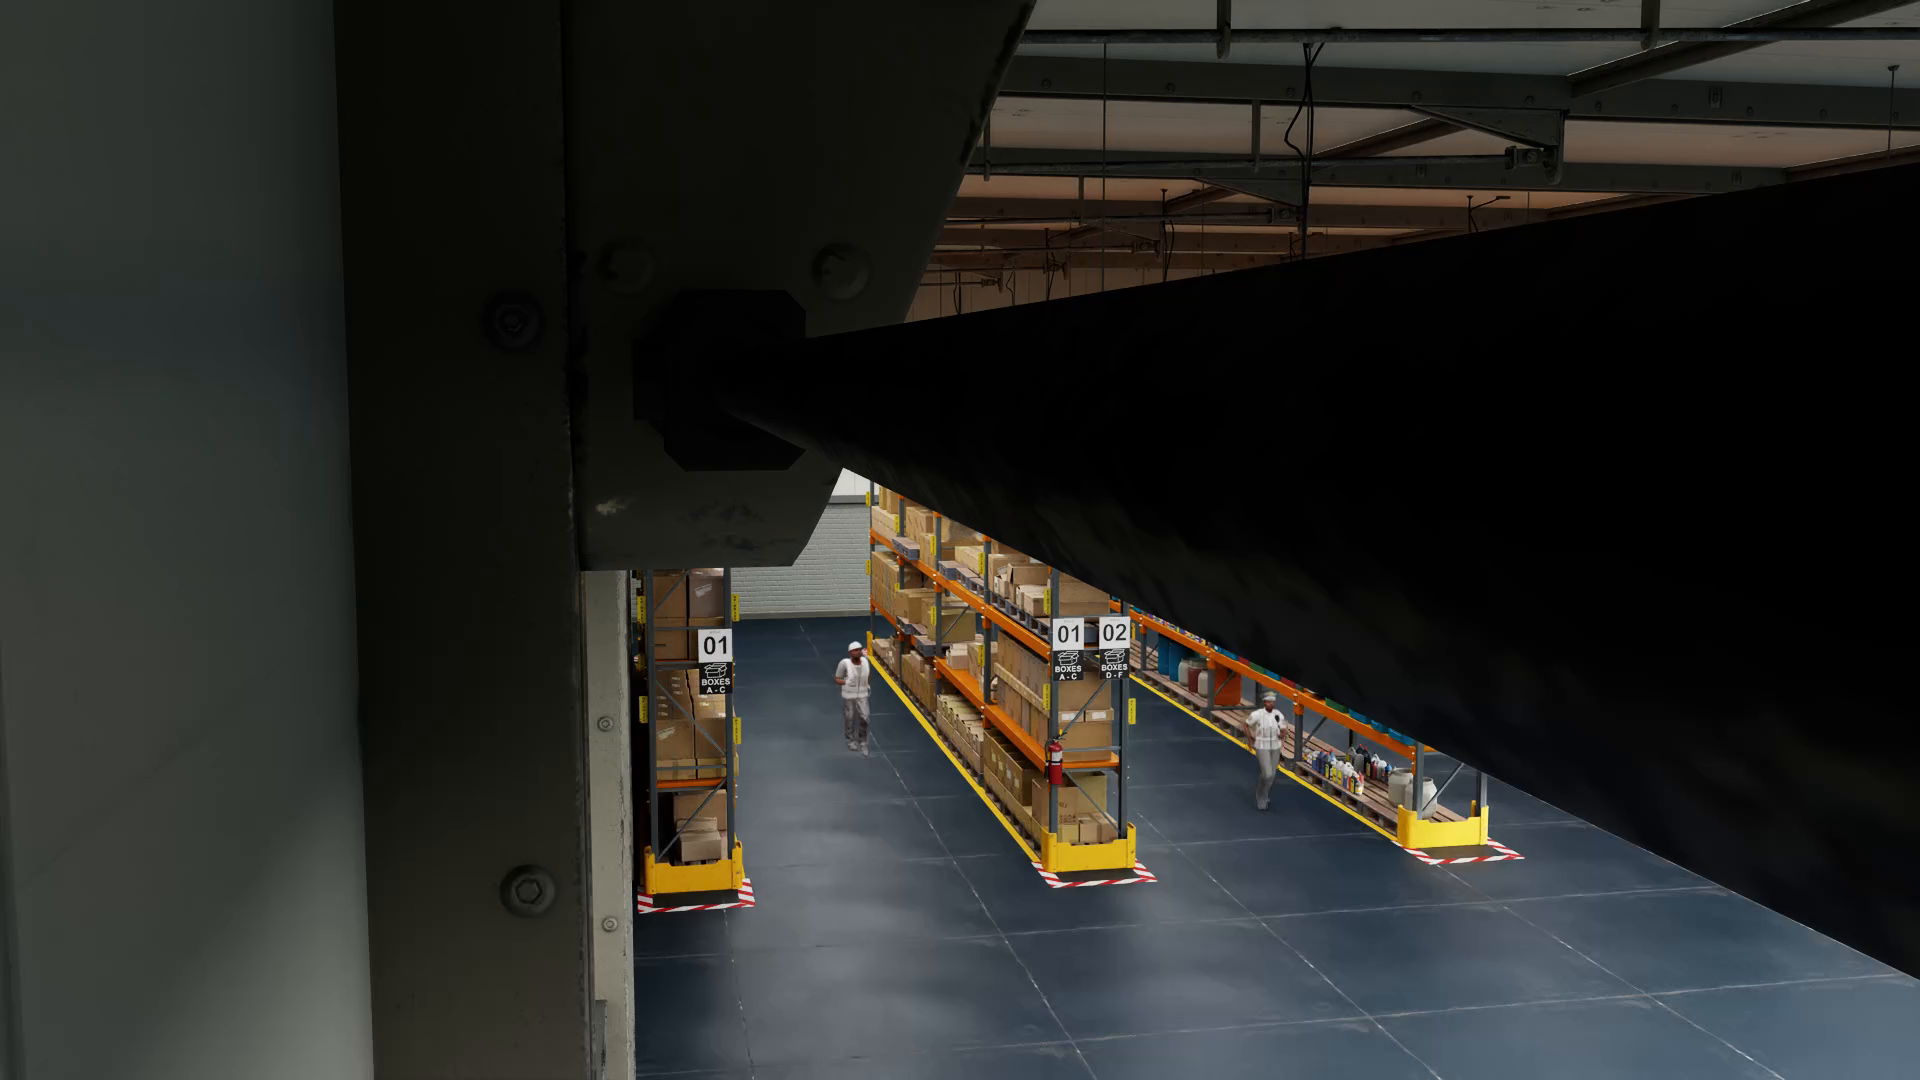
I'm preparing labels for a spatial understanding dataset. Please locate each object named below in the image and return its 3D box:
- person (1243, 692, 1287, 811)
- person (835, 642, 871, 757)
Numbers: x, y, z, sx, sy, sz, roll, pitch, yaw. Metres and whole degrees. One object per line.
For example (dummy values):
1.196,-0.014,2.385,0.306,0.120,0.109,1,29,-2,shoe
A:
4.403,3.015,23.796,0.540,1.724,0.691,-1,6,-13,person
-1.628,2.481,25.862,0.645,1.812,0.705,-2,6,-21,person
